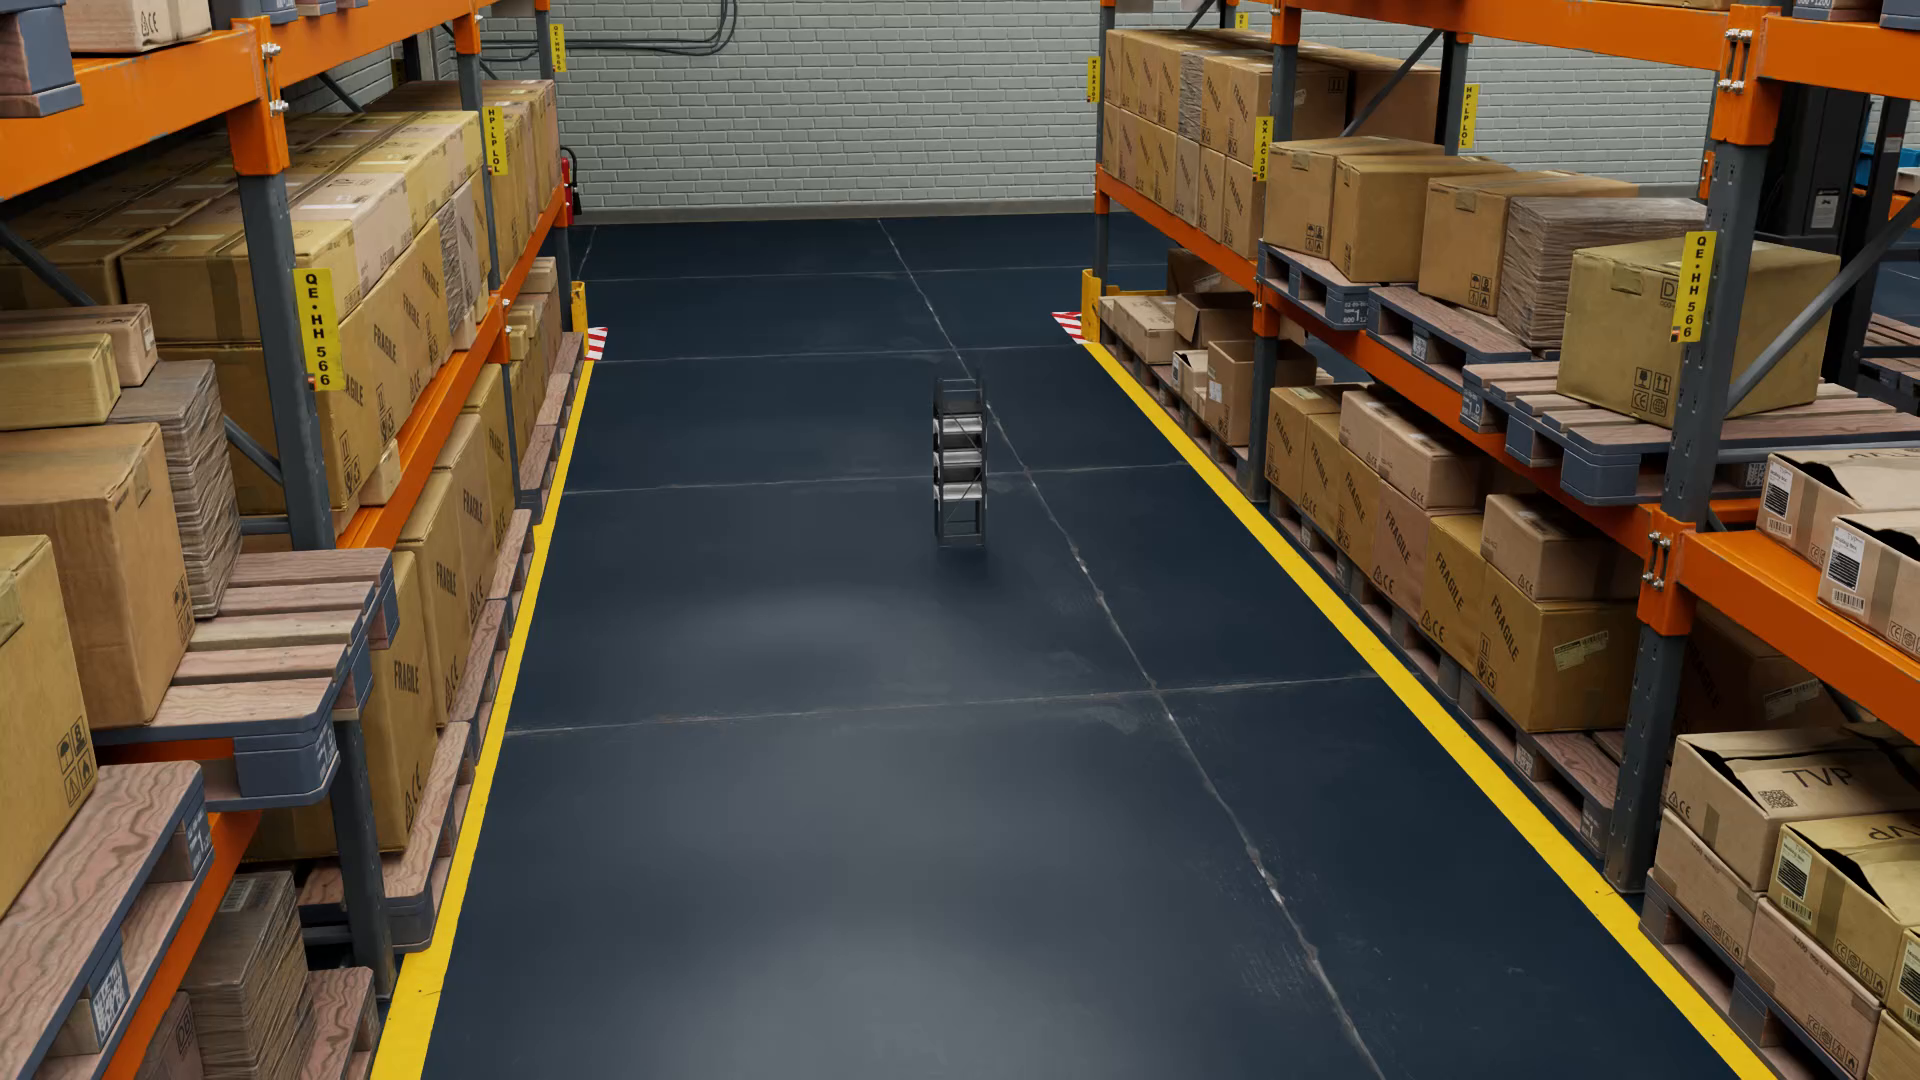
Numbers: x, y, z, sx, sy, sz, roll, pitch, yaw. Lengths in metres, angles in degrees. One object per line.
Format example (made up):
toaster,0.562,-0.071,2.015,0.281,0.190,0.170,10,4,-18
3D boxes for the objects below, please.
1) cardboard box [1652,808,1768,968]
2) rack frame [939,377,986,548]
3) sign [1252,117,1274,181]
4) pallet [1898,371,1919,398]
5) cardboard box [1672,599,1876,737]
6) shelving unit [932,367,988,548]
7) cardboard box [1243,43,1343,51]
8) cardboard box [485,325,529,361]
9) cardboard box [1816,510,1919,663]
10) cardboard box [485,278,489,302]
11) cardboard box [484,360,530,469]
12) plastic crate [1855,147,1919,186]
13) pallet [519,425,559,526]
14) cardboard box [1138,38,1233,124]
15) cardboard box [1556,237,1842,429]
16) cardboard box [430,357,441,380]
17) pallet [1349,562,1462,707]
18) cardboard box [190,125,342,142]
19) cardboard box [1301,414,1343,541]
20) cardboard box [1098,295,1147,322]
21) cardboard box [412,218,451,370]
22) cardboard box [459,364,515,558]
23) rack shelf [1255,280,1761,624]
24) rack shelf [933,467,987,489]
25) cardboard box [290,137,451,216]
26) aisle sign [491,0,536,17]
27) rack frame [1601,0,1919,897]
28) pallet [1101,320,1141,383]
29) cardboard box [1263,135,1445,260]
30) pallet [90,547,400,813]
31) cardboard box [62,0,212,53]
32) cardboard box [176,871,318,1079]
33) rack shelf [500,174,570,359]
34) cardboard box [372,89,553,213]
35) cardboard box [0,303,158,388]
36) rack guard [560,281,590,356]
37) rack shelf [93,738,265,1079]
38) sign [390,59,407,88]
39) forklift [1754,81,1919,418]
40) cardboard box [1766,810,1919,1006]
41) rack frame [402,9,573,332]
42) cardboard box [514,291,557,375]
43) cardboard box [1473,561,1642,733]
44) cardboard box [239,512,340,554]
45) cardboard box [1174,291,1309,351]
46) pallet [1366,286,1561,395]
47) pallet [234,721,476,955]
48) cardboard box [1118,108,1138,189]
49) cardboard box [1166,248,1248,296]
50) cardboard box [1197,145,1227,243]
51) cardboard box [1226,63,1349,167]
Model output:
cardboard box,2.470,1.023,5.020,0.500,0.250,0.500,-3,21,-8
rack frame,0.013,-0.389,8.472,0.240,0.900,0.006,-3,21,-8
sign,1.572,-2.025,8.614,0.100,0.325,0.005,-3,21,-8
pallet,6.866,-0.845,10.676,1.003,0.211,1.213,-3,21,-8
cardboard box,2.902,0.528,5.959,0.500,0.500,0.500,-2,21,-5
shelving unit,-0.001,-0.424,8.566,0.258,0.900,0.210,-3,21,-8
cardboard box,2.095,-2.878,10.562,0.500,0.500,0.500,-2,21,-6
cardboard box,-2.668,-1.120,9.473,0.380,0.149,0.250,-2,21,-6
cardboard box,2.622,0.096,4.298,0.500,0.311,0.500,-3,21,-8
cardboard box,-2.464,-1.187,7.939,0.380,0.149,0.250,-3,21,-7
cardboard box,-2.800,-0.688,9.244,0.700,0.500,0.500,-3,21,-7
plastic crate,6.377,-2.571,11.466,0.416,0.233,0.300,-3,21,-8
pallet,-2.825,-0.359,9.377,1.003,0.211,1.213,-3,21,-8
cardboard box,1.485,-3.029,10.966,0.500,0.500,0.500,-3,21,-7
cardboard box,2.482,-0.721,5.615,0.700,0.500,0.500,-10,23,-26
cardboard box,-2.325,-0.745,6.755,0.380,0.149,0.250,-3,21,-9
pallet,2.442,0.360,7.451,1.003,0.211,1.213,-3,21,-8
cardboard box,-2.903,-1.592,7.024,0.500,0.250,0.500,-3,21,-7
cardboard box,2.025,-0.321,8.232,0.500,0.500,0.500,-3,21,-7
cardboard box,1.252,-1.743,12.541,0.380,0.149,0.250,-3,21,-8
cardboard box,-2.253,-0.924,6.306,0.500,0.500,0.500,-2,21,-6
cardboard box,-2.571,-0.370,7.891,0.750,0.750,0.750,-3,21,-7
rack shelf,2.396,-0.620,7.118,1.077,0.370,4.000,-3,21,-8
rack shelf,-0.001,-0.309,8.609,0.258,0.077,0.200,-3,21,-8
cardboard box,-2.335,-1.442,6.623,0.500,0.250,0.500,-3,21,-7
aisle sign,-3.083,-4.041,11.534,0.394,0.787,0.004,-3,21,-8
rack frame,2.685,-0.265,5.138,1.000,3.000,0.127,-3,21,-8
pallet,1.658,-1.426,12.232,1.003,0.211,1.213,-3,21,-8
cardboard box,1.955,-1.718,8.285,0.700,0.500,0.500,-10,23,-26
pallet,-2.009,0.318,3.853,1.213,0.211,1.003,-3,21,-8
cardboard box,-1.846,-1.151,3.322,0.500,0.311,0.500,-3,21,-8
cardboard box,-2.061,1.198,4.165,0.700,0.500,0.500,-3,21,-7
rack shelf,-3.082,-1.754,10.153,1.077,0.370,4.000,-3,21,-8
cardboard box,-3.171,-2.497,10.685,0.980,0.700,0.700,-3,21,-8
cardboard box,-2.137,-0.452,3.942,0.380,0.149,0.250,-6,21,-15
rack guard,-3.373,-1.621,12.341,1.175,0.500,0.348,-3,21,-8
rack shelf,-1.928,1.016,2.737,1.077,0.370,4.000,-3,21,-8
sign,-3.920,-3.200,11.647,0.100,0.325,0.005,-3,21,-8
forklift,5.247,-1.906,9.632,3.031,2.935,1.130,-1,21,-3
cardboard box,2.554,0.942,4.436,0.500,0.311,0.500,-3,21,-9
rack frame,-3.370,-2.783,11.881,1.000,3.000,0.127,-3,21,-8
cardboard box,-3.098,-1.399,11.146,0.700,0.500,0.500,-3,21,-8
cardboard box,2.318,0.388,6.333,0.500,0.500,0.500,-2,21,-6
cardboard box,-2.035,-0.031,4.842,0.380,0.149,0.250,-3,21,-9
cardboard box,1.832,-1.337,10.947,0.797,0.503,0.637,-3,21,-8
pallet,2.400,-0.848,6.974,1.003,0.211,1.213,-3,21,-8
pallet,-2.256,1.016,5.694,1.003,0.211,1.213,-3,21,-8
cardboard box,1.414,-2.736,11.612,0.500,0.500,0.500,-3,21,-8
cardboard box,1.854,-1.894,12.443,0.500,0.500,0.500,-3,21,-8
cardboard box,1.706,-2.035,9.735,0.500,0.500,0.500,-2,21,-6
cardboard box,1.779,-2.327,9.087,0.500,0.500,0.500,-3,21,-7
